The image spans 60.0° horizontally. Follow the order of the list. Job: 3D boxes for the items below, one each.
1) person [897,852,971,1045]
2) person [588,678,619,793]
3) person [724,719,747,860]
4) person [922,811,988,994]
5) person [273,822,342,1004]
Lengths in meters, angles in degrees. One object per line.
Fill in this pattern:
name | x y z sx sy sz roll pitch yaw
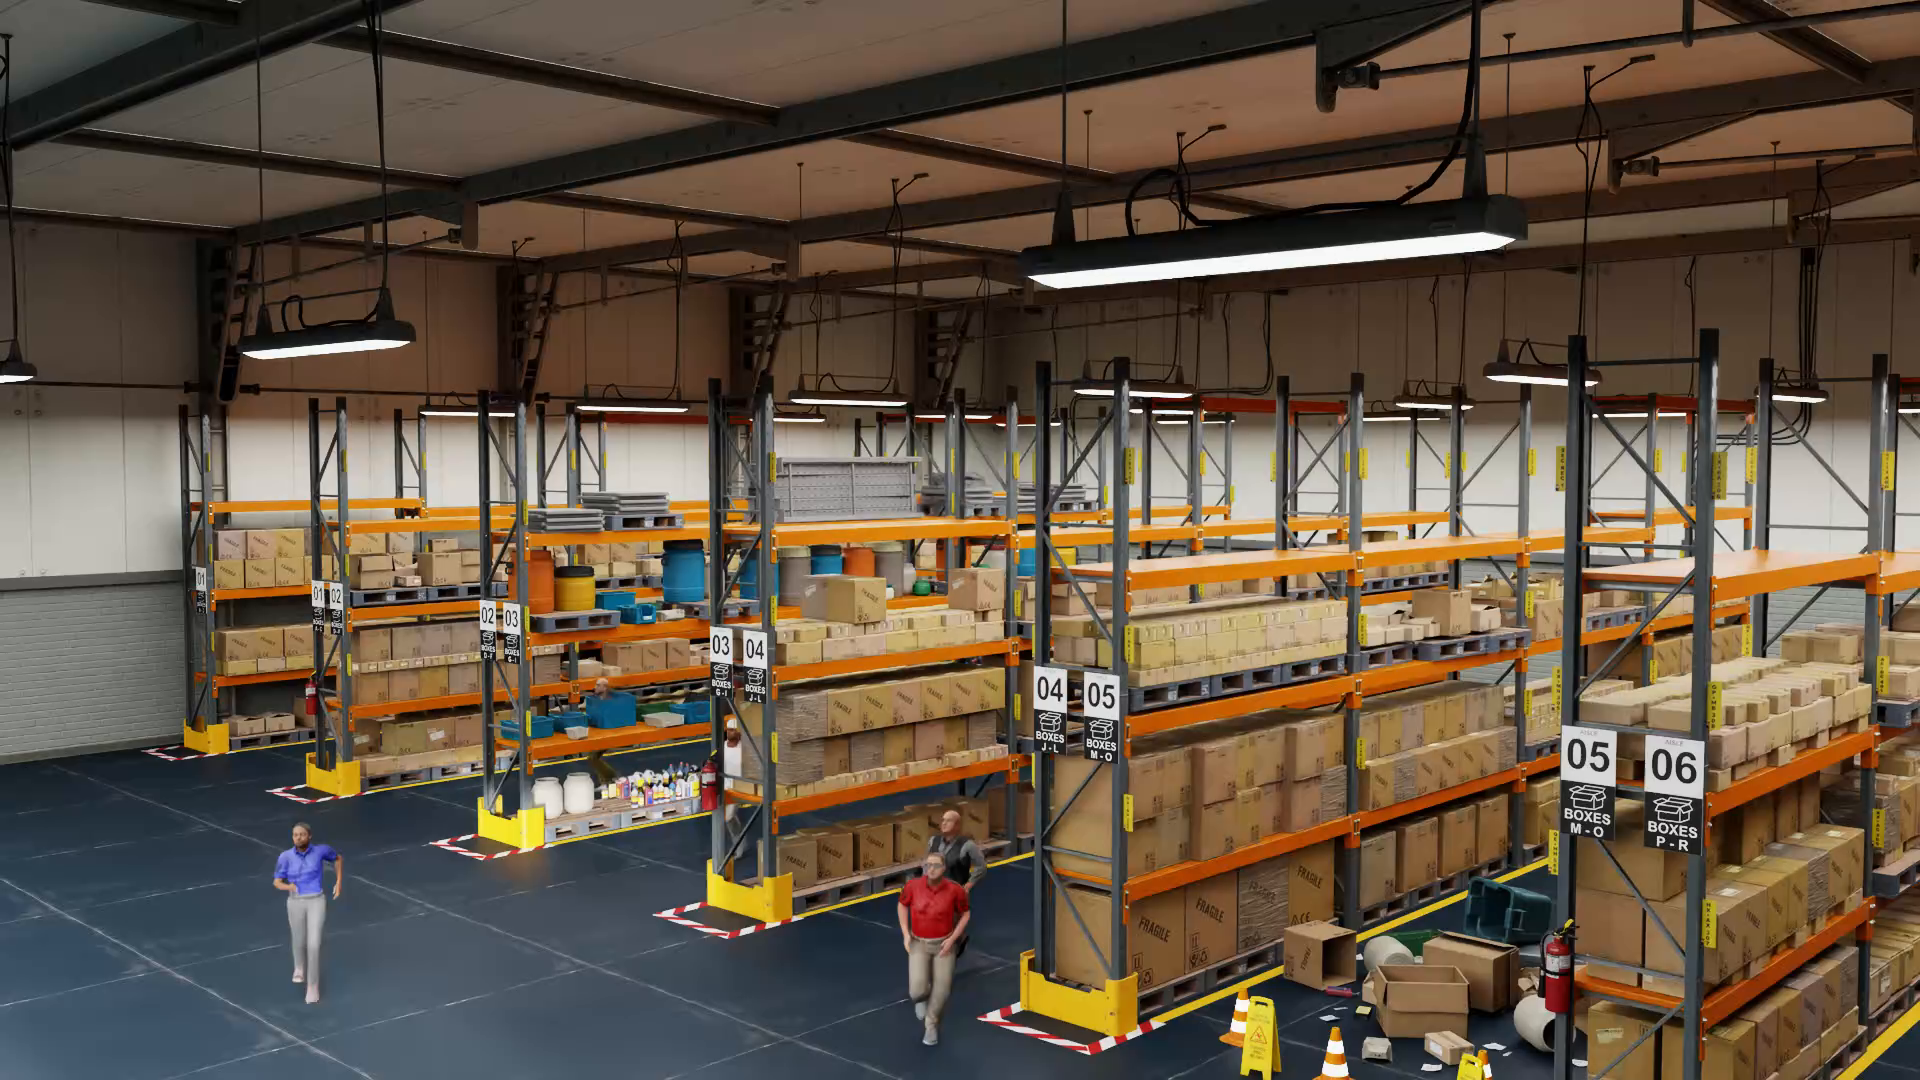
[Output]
person | -0.230 3.563 14.659 0.649 1.675 0.574 0 3 0
person | -5.475 3.005 25.090 0.697 1.658 0.639 3 4 44
person | -2.911 3.175 21.187 0.676 1.783 0.661 2 3 29
person | -0.098 3.478 16.157 0.680 1.700 0.847 2 3 30
person | -6.205 3.515 15.841 0.584 1.685 0.885 -1 3 -13
